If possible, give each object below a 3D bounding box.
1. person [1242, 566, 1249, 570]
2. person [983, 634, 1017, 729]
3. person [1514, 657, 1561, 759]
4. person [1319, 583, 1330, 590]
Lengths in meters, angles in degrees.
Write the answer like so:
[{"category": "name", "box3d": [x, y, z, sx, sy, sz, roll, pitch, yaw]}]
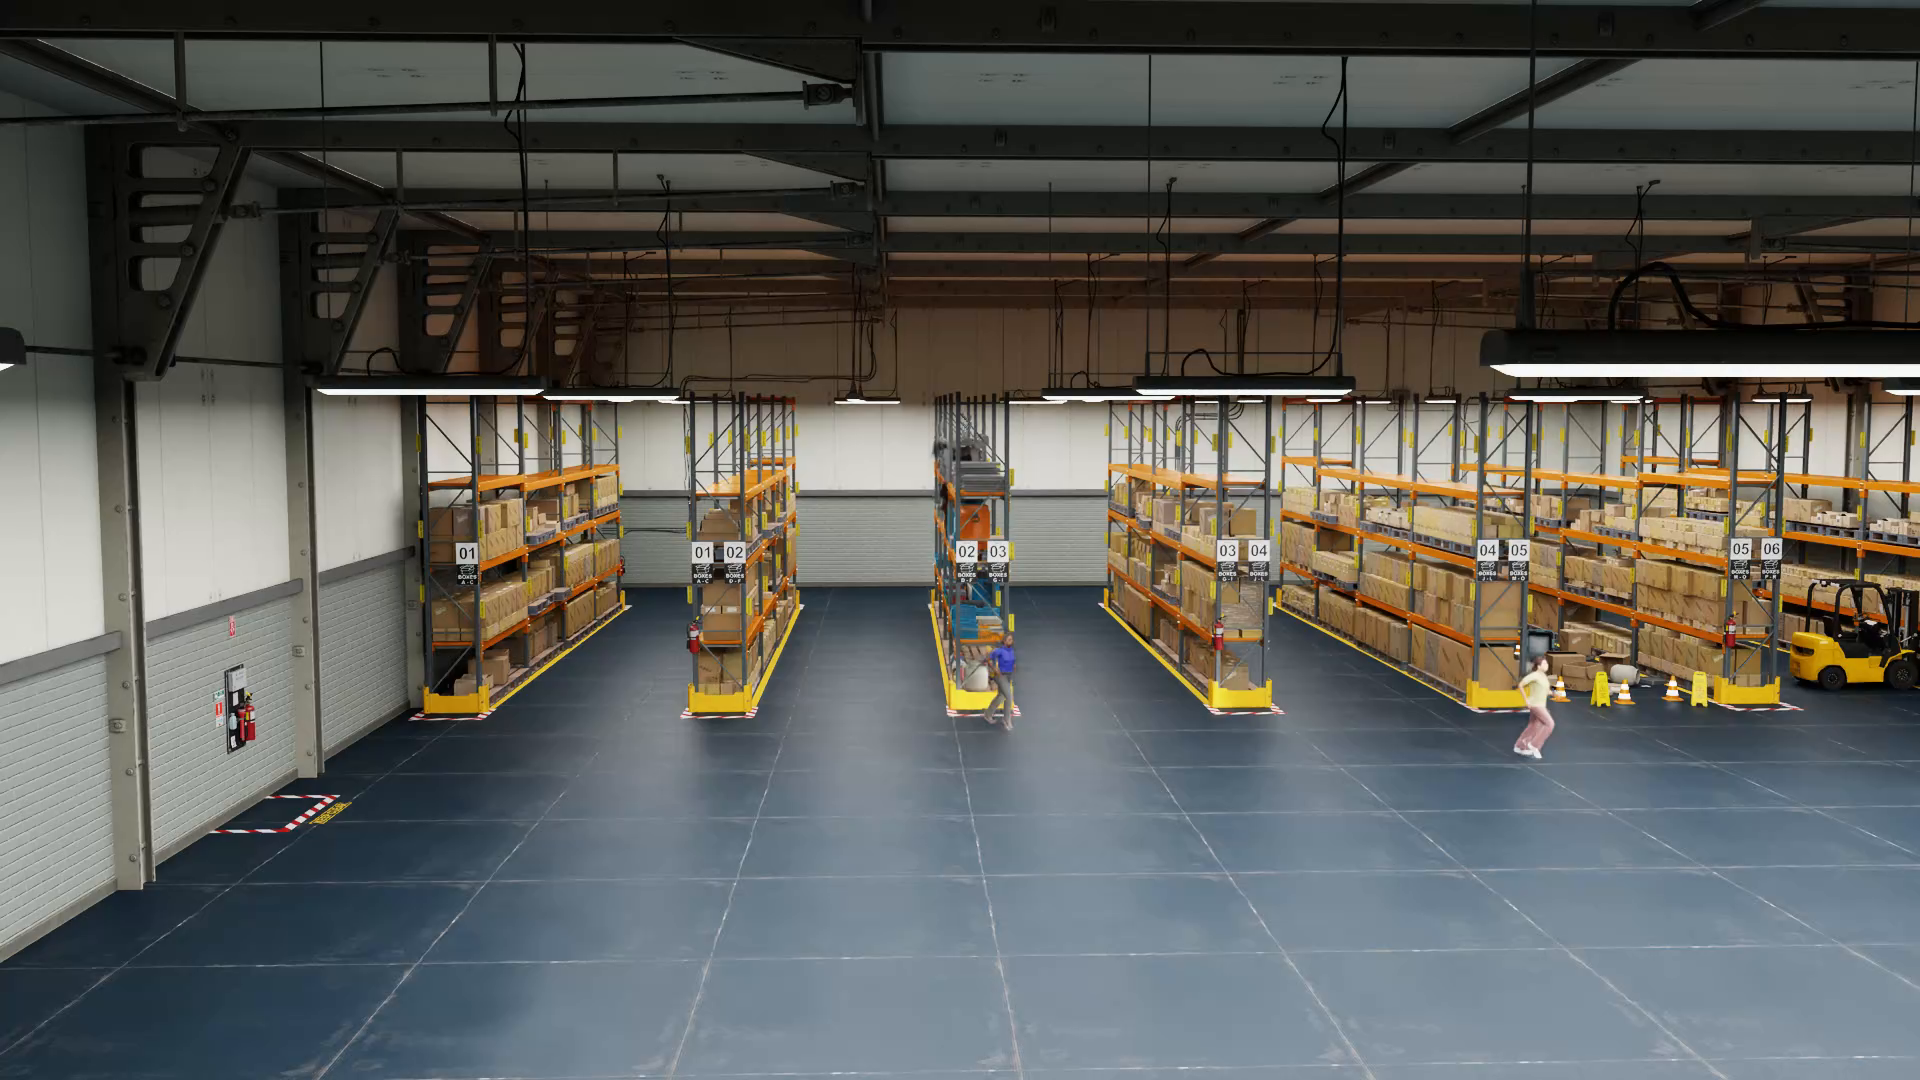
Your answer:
[{"category": "person", "box3d": [7.950, 1.104, 46.990, 0.753, 1.735, 0.728, 0, 5, 4]}, {"category": "person", "box3d": [0.757, 2.537, 29.811, 0.679, 1.708, 0.609, 3, 6, 36]}, {"category": "person", "box3d": [9.407, 2.723, 27.090, 0.734, 1.659, 0.544, 3, 6, 36]}, {"category": "person", "box3d": [10.579, 0.955, 48.893, 0.725, 1.691, 0.526, -3, 5, -33]}]
